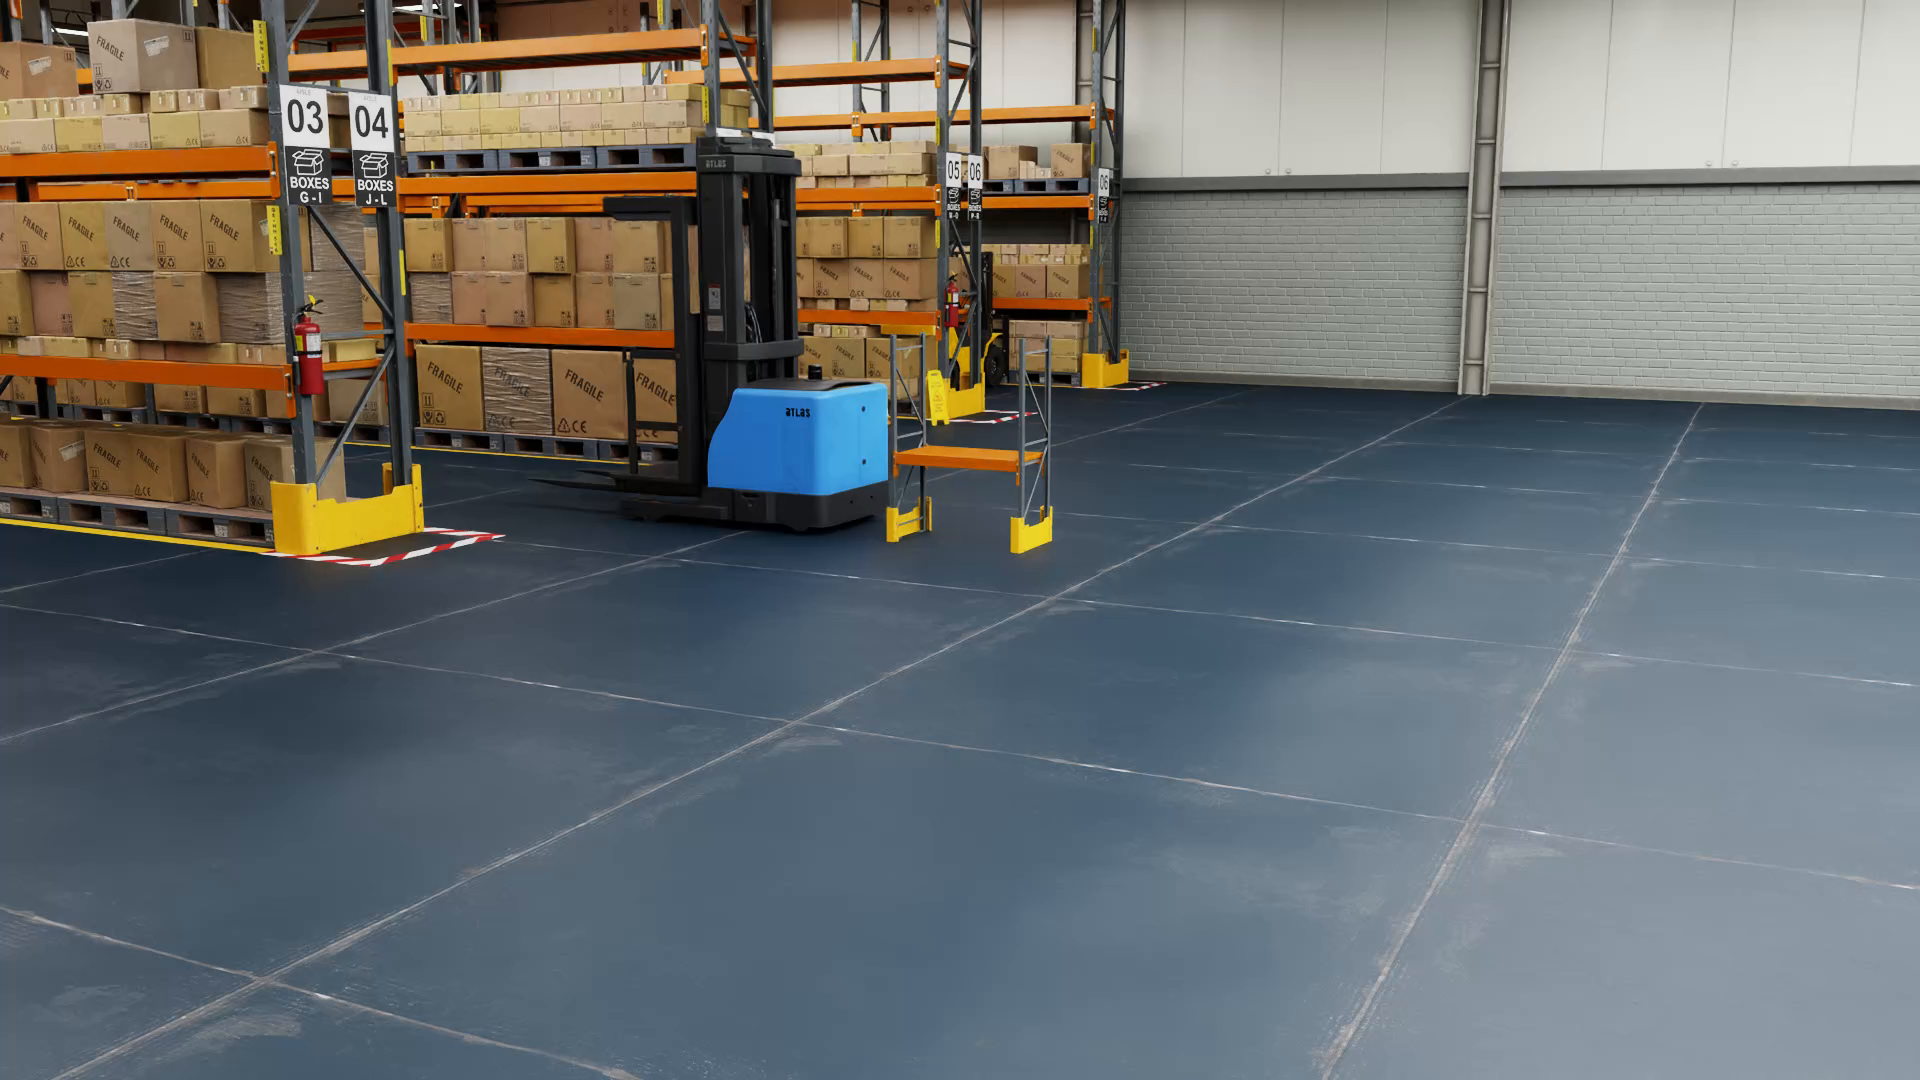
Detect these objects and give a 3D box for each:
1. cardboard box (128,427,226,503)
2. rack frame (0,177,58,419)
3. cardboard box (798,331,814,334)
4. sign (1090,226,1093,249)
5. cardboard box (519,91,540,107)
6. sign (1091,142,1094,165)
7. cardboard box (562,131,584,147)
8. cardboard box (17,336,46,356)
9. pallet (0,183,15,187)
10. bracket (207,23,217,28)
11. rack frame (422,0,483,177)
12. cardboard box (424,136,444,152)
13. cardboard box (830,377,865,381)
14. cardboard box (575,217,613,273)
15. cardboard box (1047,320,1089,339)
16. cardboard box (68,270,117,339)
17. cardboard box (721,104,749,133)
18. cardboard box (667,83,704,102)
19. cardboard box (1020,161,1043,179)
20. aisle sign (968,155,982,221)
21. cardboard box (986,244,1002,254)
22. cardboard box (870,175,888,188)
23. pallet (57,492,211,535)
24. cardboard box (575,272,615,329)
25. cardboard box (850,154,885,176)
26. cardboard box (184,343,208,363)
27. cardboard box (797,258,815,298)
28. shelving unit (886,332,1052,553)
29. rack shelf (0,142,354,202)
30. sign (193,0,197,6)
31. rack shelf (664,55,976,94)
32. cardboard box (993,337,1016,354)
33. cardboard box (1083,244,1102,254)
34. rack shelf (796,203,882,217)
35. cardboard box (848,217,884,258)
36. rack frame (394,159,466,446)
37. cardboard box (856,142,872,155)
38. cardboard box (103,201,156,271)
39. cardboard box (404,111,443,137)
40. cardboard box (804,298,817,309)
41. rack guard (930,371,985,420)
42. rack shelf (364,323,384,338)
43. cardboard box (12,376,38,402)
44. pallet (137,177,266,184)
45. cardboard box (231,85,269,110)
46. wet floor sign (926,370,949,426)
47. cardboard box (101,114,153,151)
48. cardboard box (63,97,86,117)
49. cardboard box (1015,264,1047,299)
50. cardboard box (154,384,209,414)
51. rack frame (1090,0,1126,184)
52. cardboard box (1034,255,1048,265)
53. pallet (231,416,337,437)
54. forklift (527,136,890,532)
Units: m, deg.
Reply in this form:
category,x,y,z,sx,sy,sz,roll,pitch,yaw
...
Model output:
category,x,y,z,sx,sy,sz,roll,pitch,yaw
cardboard box,-6.046,-0.587,12.891,0.500,0.500,0.500,6,12,31
rack frame,-7.976,-1.780,13.641,0.127,3.000,1.000,5,11,26
cardboard box,-2.027,-2.502,22.065,0.500,0.500,0.500,6,12,29
sign,1.936,-4.441,24.430,0.005,0.325,0.100,5,11,26
cardboard box,-4.151,-4.362,16.491,0.250,0.149,0.380,5,11,26
sign,1.936,-5.627,24.215,0.005,0.325,0.100,5,11,26
cardboard box,-3.691,-3.929,16.341,0.250,0.149,0.380,5,11,26
cardboard box,-7.027,-1.510,12.854,0.250,0.149,0.380,5,11,26
pallet,-11.428,-4.431,20.395,1.003,0.211,1.213,5,11,26
bracket,-14.708,-10.157,32.975,0.430,0.232,0.235,5,11,26
rack frame,-7.179,-6.630,23.594,0.127,3.000,1.000,5,11,26
cardboard box,-5.282,-4.069,17.114,0.250,0.149,0.380,5,11,26
cardboard box,-1.309,-1.964,21.199,0.500,0.250,0.500,5,11,26
cardboard box,-3.396,-2.984,16.841,0.550,0.550,0.875,5,11,26
cardboard box,1.638,-3.172,25.070,0.500,0.250,0.500,5,12,28
cardboard box,-6.244,-1.816,12.724,0.500,0.500,0.875,5,11,26
cardboard box,-2.423,-4.132,16.343,0.500,0.250,0.500,5,11,26
cardboard box,-2.556,-4.222,15.718,0.250,0.149,0.380,5,11,26
cardboard box,1.084,-5.543,24.928,0.258,0.266,0.396,5,11,26
aisle sign,0.188,-4.371,20.660,0.004,0.787,0.394,5,11,26
cardboard box,0.585,-4.434,25.371,0.250,0.149,0.380,5,12,27
cardboard box,-0.909,-4.424,20.534,0.250,0.149,0.380,5,12,28
pallet,-6.260,-0.264,13.098,1.213,0.211,1.003,5,11,26
cardboard box,-3.406,-2.449,16.916,0.550,0.550,0.875,5,11,26
cardboard box,-1.027,-4.635,20.581,0.500,0.250,0.500,5,11,25
cardboard box,-5.425,-1.384,12.159,0.250,0.149,0.380,5,11,26
cardboard box,-1.953,-3.365,21.283,0.500,0.500,0.500,5,11,26
shelving unit,0.068,-0.732,12.063,1.083,1.500,0.587,5,11,26
rack shelf,-6.183,-2.744,12.567,4.000,0.370,1.077,5,11,26
sign,-9.036,-6.458,19.575,0.005,0.325,0.100,5,11,26
rack shelf,-1.798,-5.801,21.046,4.000,0.370,1.077,5,11,26
cardboard box,0.696,-3.007,25.560,0.500,0.250,0.500,5,11,25
cardboard box,1.982,-4.416,25.268,0.250,0.149,0.380,5,11,25
rack shelf,-3.192,-5.435,27.436,4.000,0.370,1.077,5,11,26
cardboard box,-1.010,-3.781,20.777,0.500,0.500,0.700,5,11,26
rack frame,-5.691,-2.564,17.974,0.127,3.000,1.000,5,11,26
cardboard box,-1.094,-4.843,20.613,0.250,0.149,0.380,5,11,26
cardboard box,-5.890,-2.234,12.229,0.500,0.500,0.500,5,11,26
cardboard box,-5.377,-4.285,17.188,0.500,0.250,0.500,5,11,26
cardboard box,-1.797,-3.043,21.324,0.250,0.149,0.380,5,11,26
rack guard,-0.073,-1.823,20.900,0.348,0.500,1.175,5,11,26
rack shelf,-7.485,-2.368,18.909,4.000,0.370,1.077,5,11,26
cardboard box,-11.369,-1.990,20.642,0.500,0.500,0.500,5,12,27
pallet,-8.677,-4.220,19.232,1.003,0.211,1.213,6,12,28
cardboard box,-4.776,-3.035,11.456,0.250,0.149,0.380,5,11,26
wet floor sign,-0.308,-1.703,19.827,0.267,0.644,0.232,-10,14,-43
cardboard box,-5.839,-2.945,12.077,0.500,0.250,0.500,5,12,27
cardboard box,-6.389,-3.192,12.322,0.250,0.149,0.380,5,12,27
cardboard box,1.170,-3.929,25.234,0.500,0.500,0.500,5,12,28
cardboard box,-8.772,-1.916,19.534,0.750,0.750,1.050,5,11,25
rack frame,2.189,-6.792,24.492,0.127,3.000,1.000,5,11,26
cardboard box,1.306,-4.237,25.116,0.250,0.149,0.380,5,12,27
pallet,-7.515,-1.336,19.022,1.213,0.211,1.003,5,11,26
forklift,-2.102,-1.663,13.188,3.031,2.935,1.130,5,12,27
